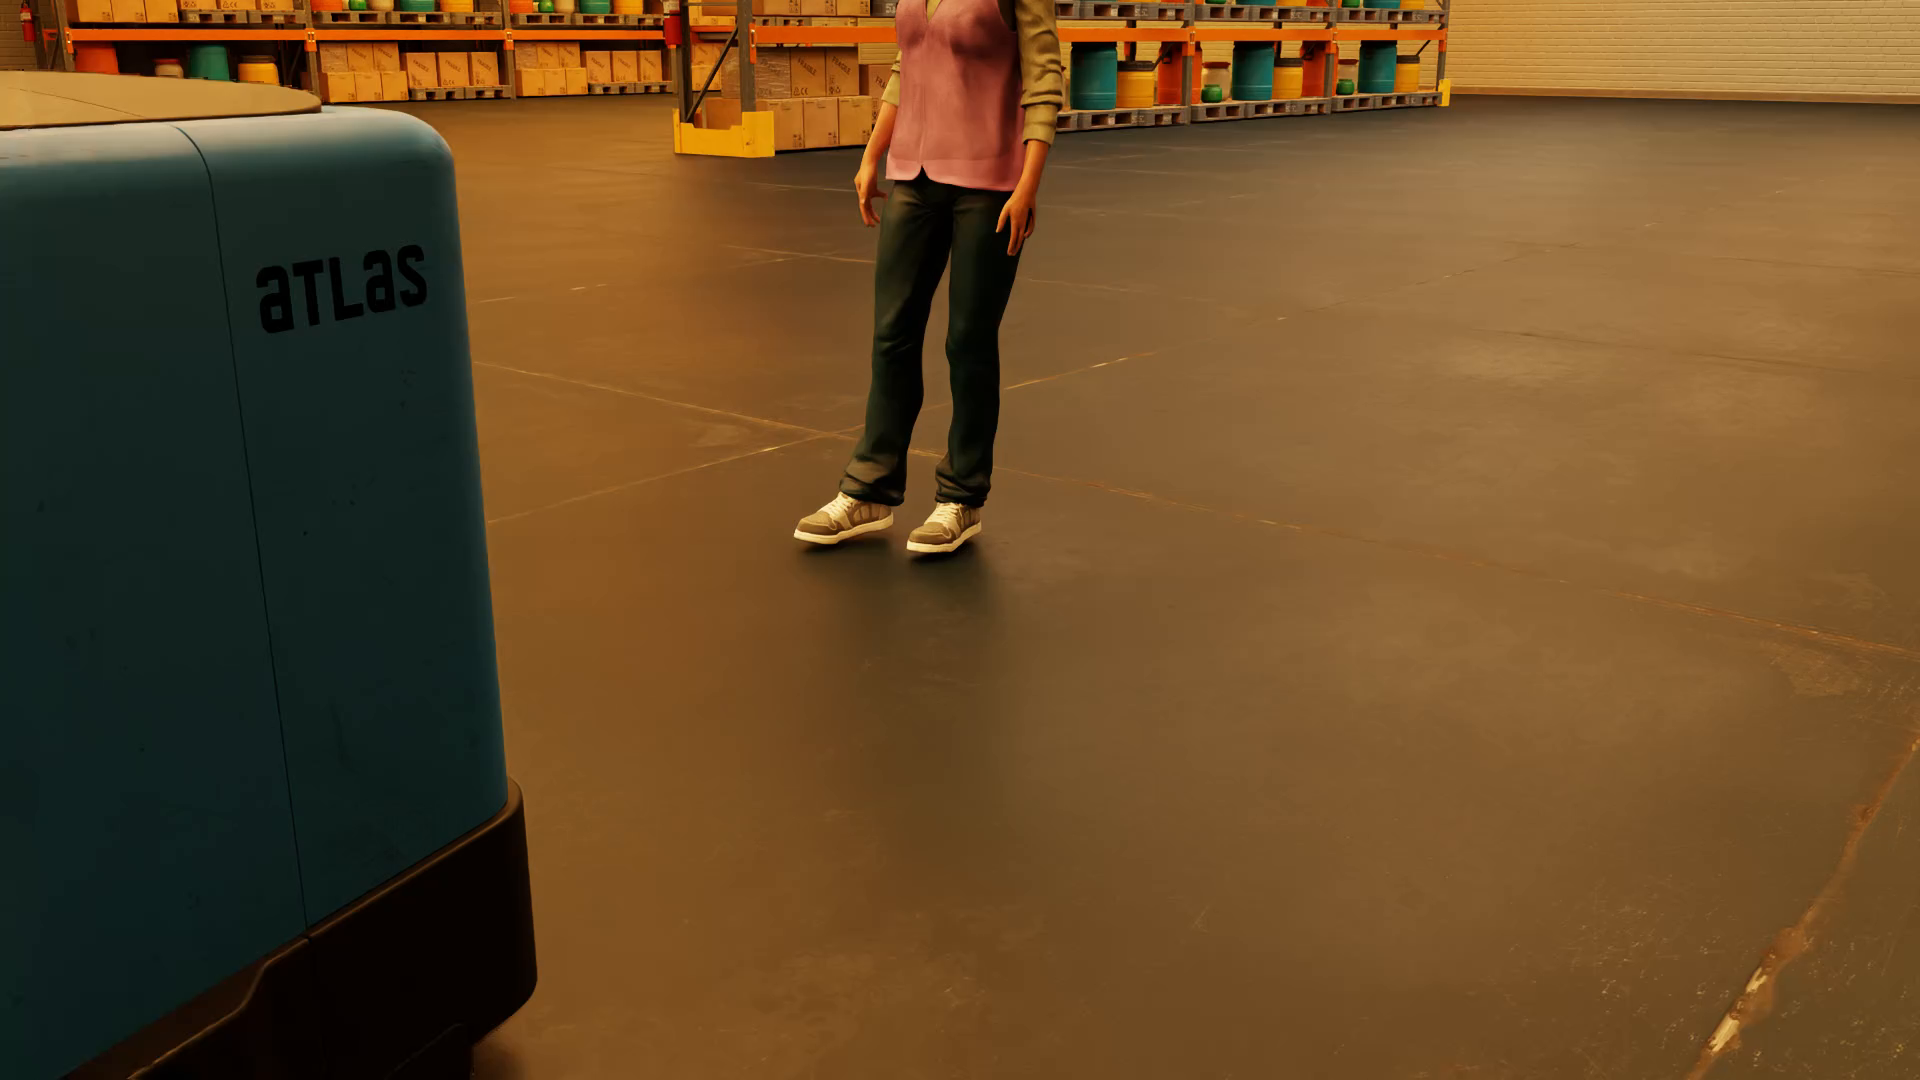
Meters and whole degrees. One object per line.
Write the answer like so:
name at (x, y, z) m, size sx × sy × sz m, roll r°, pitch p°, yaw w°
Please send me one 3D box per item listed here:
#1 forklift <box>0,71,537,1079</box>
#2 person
forklift at (-1.590, -0.488, 0.505) m, size 1.130 × 2.935 × 3.031 m, roll 8°, pitch 19°, yaw 24°
person at (-0.059, -0.757, 3.661) m, size 0.520 × 1.599 × 0.473 m, roll 13°, pitch 21°, yaw 37°
